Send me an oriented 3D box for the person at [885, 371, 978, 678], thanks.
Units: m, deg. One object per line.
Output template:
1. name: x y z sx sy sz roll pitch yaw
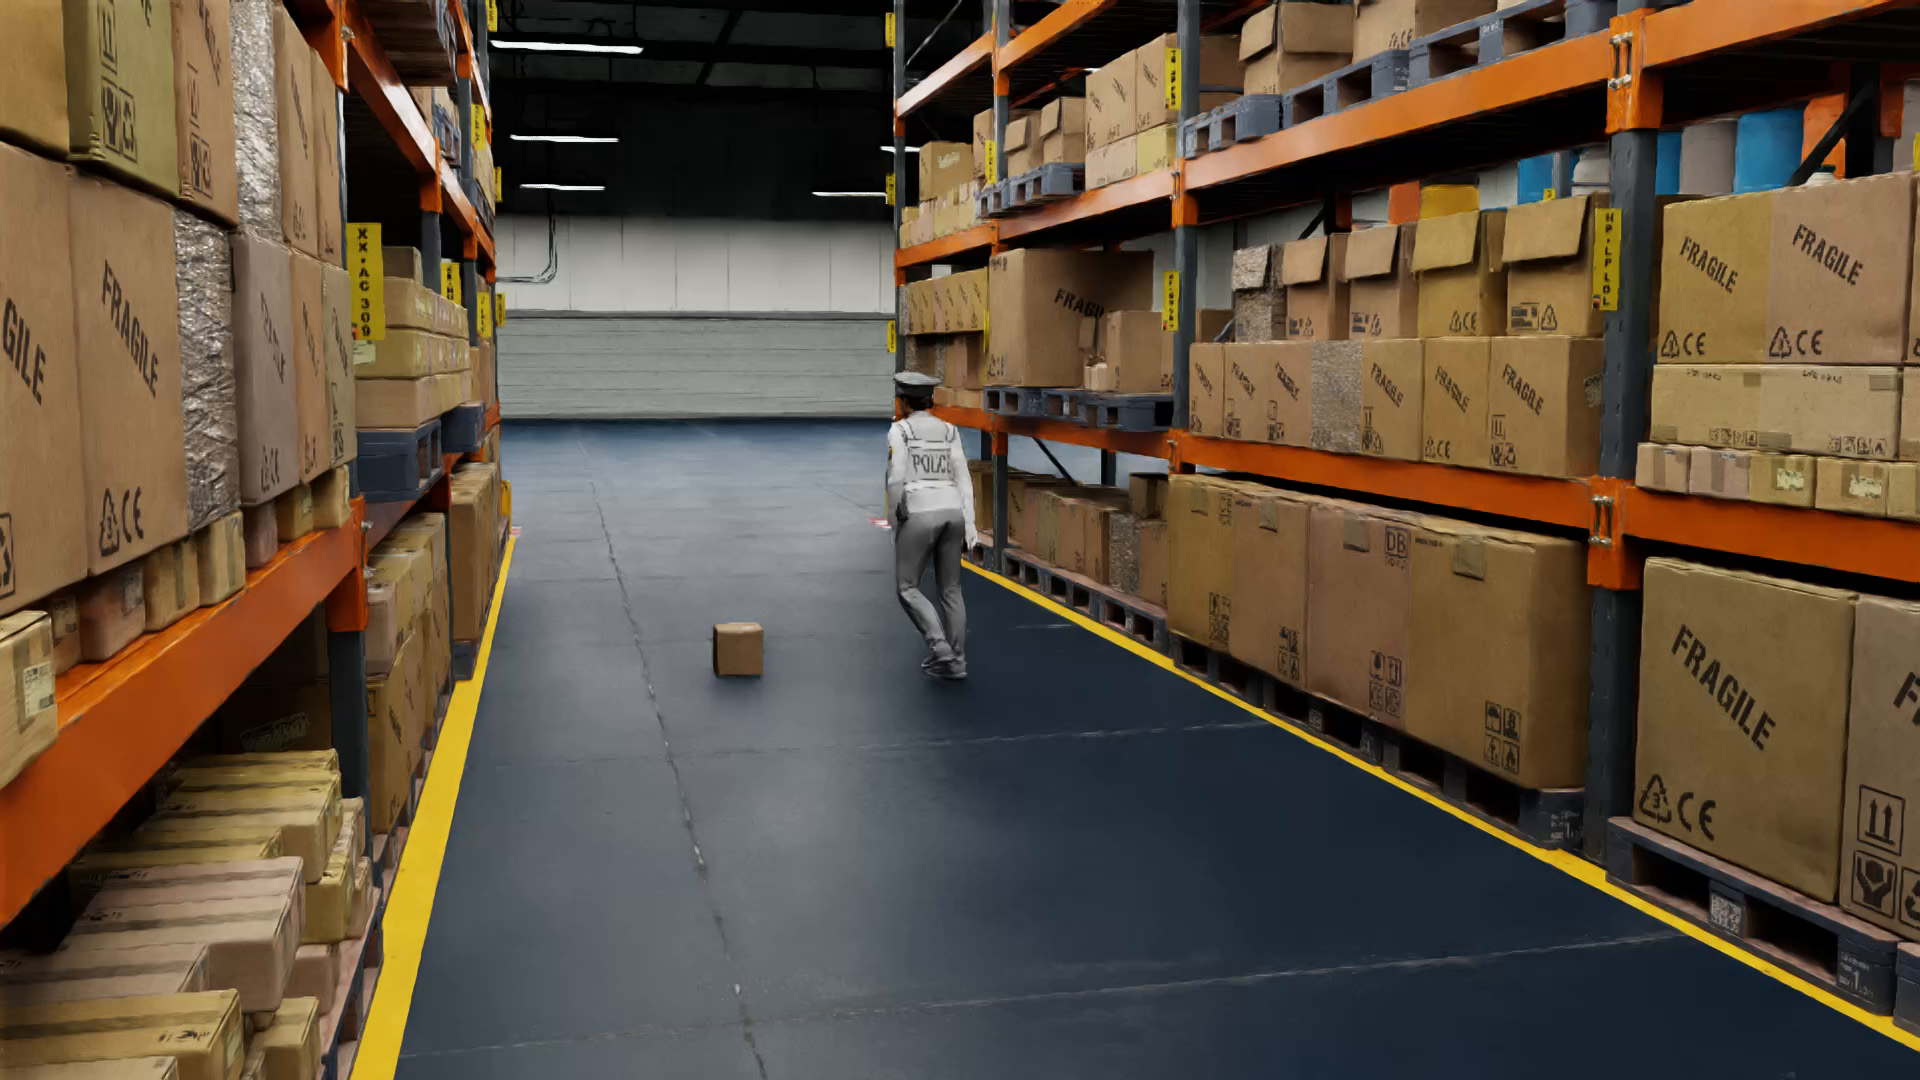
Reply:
1. person: -0.144 -0.070 8.880 0.493 1.652 0.616 -4 8 -36
